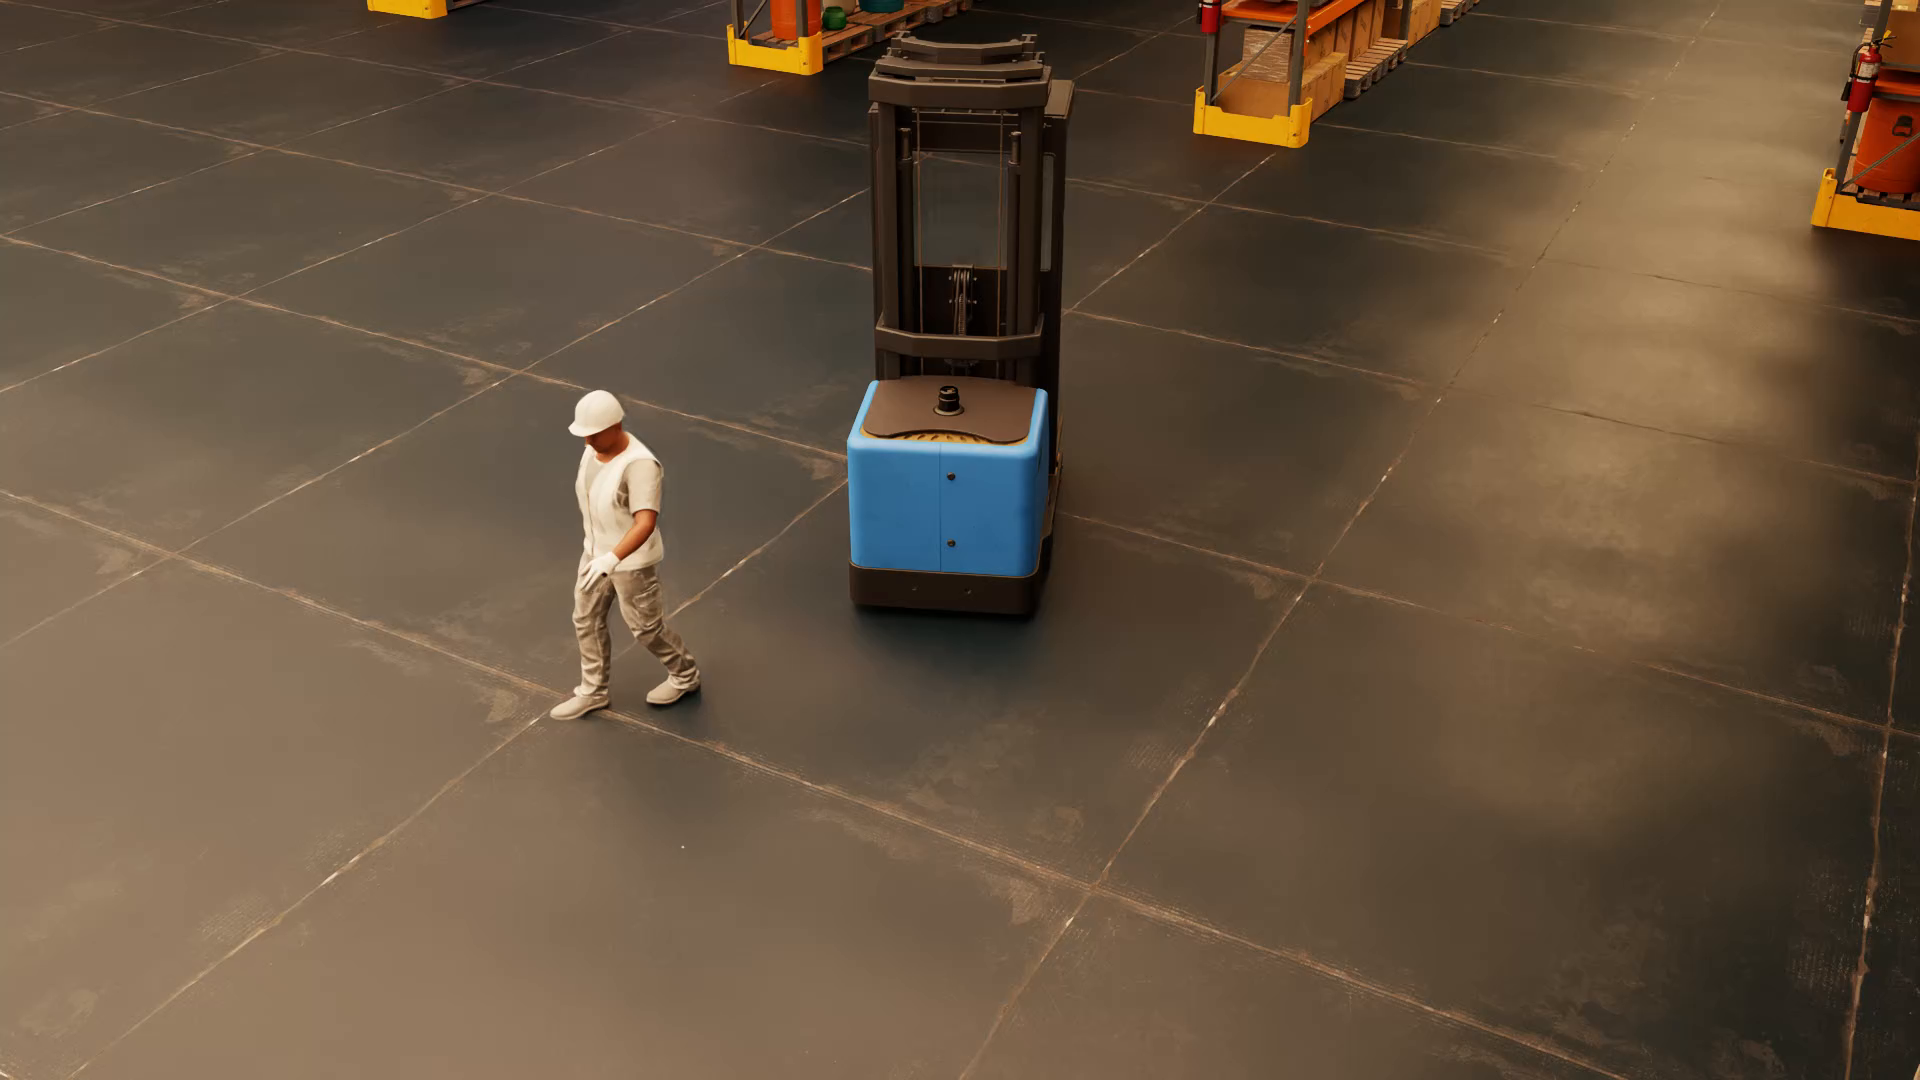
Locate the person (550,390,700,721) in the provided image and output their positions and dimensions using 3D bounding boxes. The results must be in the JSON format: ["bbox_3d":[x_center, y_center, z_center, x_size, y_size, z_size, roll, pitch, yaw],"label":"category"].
[{"bbox_3d":[-1.735,0.077,8.128,0.754,1.756,1.020,-23,37,-34],"label":"person"}]

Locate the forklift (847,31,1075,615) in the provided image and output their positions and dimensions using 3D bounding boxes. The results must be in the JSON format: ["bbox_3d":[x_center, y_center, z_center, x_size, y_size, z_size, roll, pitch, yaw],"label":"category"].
[{"bbox_3d":[0.072,-1.572,9.794,1.130,2.935,3.031,3,30,6],"label":"forklift"}]
